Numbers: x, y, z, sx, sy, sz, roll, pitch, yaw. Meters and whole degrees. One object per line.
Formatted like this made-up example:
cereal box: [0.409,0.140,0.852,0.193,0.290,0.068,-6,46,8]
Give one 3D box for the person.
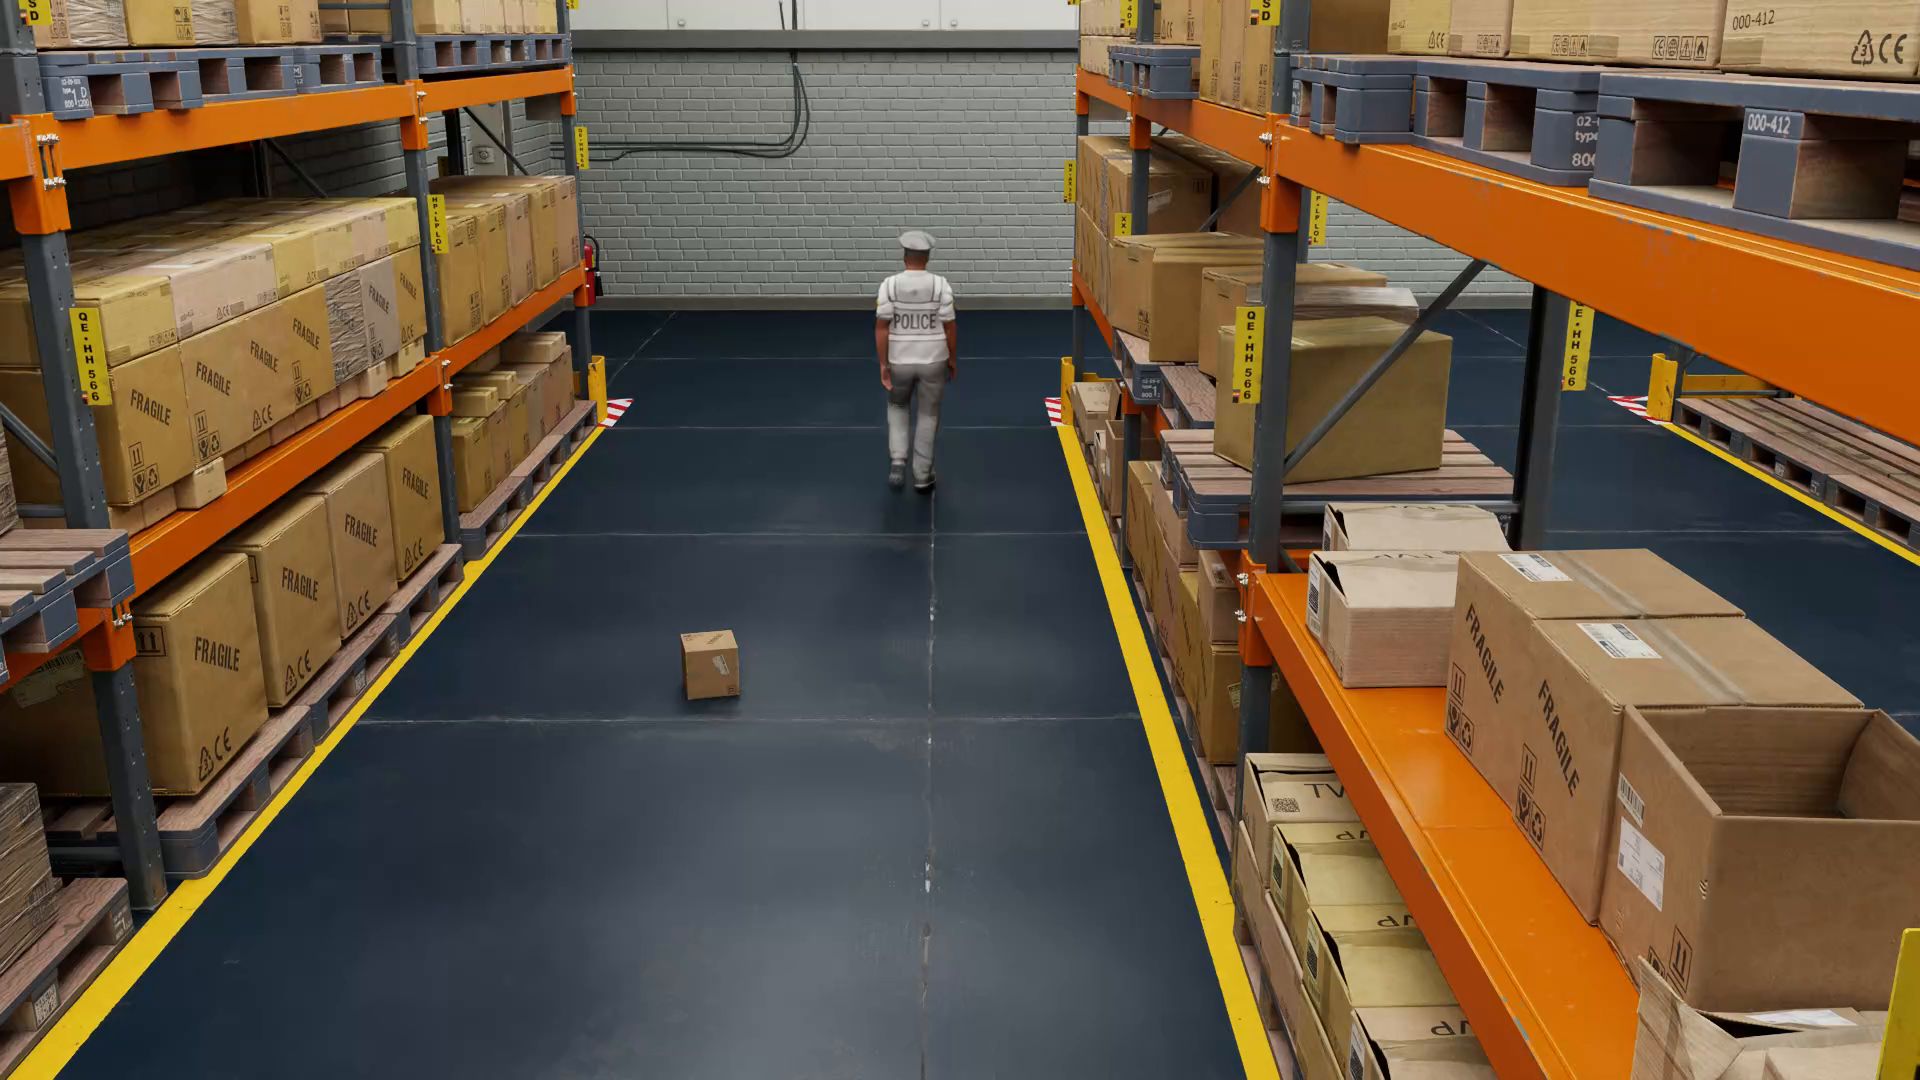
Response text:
person: [-0.292,-1.223,11.505,0.544,1.820,0.479,1,17,5]
